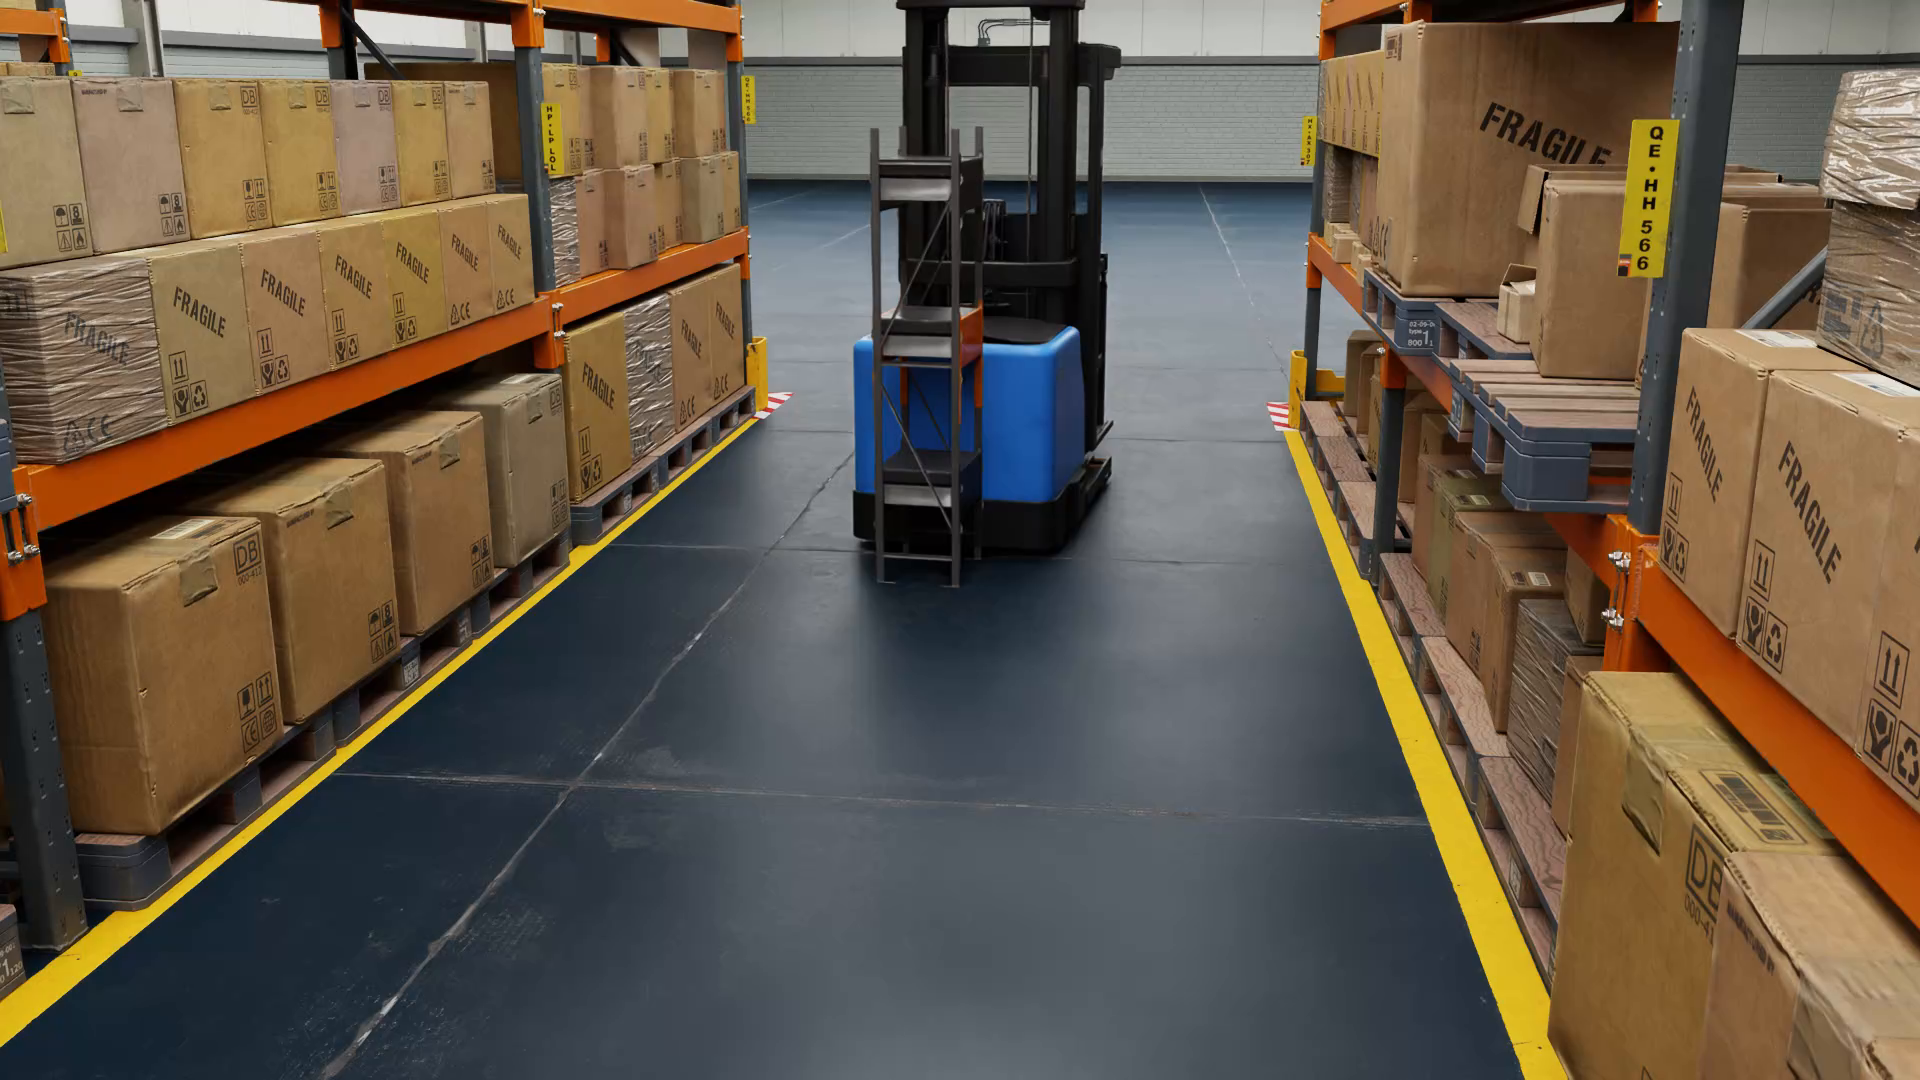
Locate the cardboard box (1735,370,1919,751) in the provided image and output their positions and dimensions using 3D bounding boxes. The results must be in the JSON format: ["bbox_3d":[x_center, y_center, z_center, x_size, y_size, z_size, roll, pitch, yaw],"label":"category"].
[{"bbox_3d":[1.868,0.028,2.622,1.016,0.500,0.509,1,15,5],"label":"cardboard box"}]

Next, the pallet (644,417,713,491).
[{"bbox_3d":[-2.175,-0.559,10.324,1.003,0.211,1.213,2,15,6],"label":"pallet"}]

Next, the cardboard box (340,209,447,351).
[{"bbox_3d":[-2.381,-1.036,6.554,0.500,0.500,0.500,2,15,7],"label":"cardboard box"}]

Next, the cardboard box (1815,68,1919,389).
[{"bbox_3d":[1.894,-0.526,2.748,0.797,0.503,0.637,2,15,8],"label":"cardboard box"}]

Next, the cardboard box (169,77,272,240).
[{"bbox_3d":[-2.753,-1.267,5.493,0.700,0.500,0.500,1,15,5],"label":"cardboard box"}]

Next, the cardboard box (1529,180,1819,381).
[{"bbox_3d":[1.977,-0.723,4.593,0.700,0.500,0.500,4,16,15],"label":"cardboard box"}]

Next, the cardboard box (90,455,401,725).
[{"bbox_3d":[-2.671,0.146,5.881,1.050,0.750,0.750,2,15,7],"label":"cardboard box"}]

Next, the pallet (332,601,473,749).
[{"bbox_3d":[-2.621,0.473,6.508,1.003,0.211,1.213,2,15,6],"label":"pallet"}]

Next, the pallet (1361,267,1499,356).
[{"bbox_3d":[2.213,-0.934,6.736,1.003,0.211,1.213,2,15,6],"label":"pallet"}]

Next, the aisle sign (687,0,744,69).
[{"bbox_3d":[-1.716,-3.695,11.598,0.394,0.787,0.004,2,15,6],"label":"aisle sign"}]

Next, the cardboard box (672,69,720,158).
[{"bbox_3d":[-2.073,-2.783,10.853,0.875,0.550,0.550,2,15,6],"label":"cardboard box"}]

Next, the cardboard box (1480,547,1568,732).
[{"bbox_3d":[2.155,0.346,5.584,0.700,0.500,0.500,3,15,11],"label":"cardboard box"}]

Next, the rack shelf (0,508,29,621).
[{"bbox_3d":[-3.150,0.511,2.405,1.077,0.370,4.000,2,15,6],"label":"rack shelf"}]

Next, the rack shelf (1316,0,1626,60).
[{"bbox_3d":[2.669,-2.840,9.049,1.077,0.370,4.000,2,15,6],"label":"rack shelf"}]

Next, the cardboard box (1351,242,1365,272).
[{"bbox_3d":[2.360,-1.552,9.137,0.380,0.149,0.250,2,15,6],"label":"cardboard box"}]

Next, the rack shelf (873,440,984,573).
[{"bbox_3d":[-0.145,-0.168,7.994,0.431,0.518,0.480,3,16,12],"label":"rack shelf"}]

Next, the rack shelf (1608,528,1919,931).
[{"bbox_3d":[1.766,0.683,1.768,1.077,0.370,4.000,2,15,6],"label":"rack shelf"}]

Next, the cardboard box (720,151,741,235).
[{"bbox_3d":[-2.019,-2.405,11.522,0.875,0.550,0.550,2,15,6],"label":"cardboard box"}]

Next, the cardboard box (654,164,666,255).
[{"bbox_3d":[-2.266,-1.981,9.956,0.875,0.550,0.500,2,15,6],"label":"cardboard box"}]

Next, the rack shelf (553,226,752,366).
[{"bbox_3d":[-2.248,-1.564,10.078,1.077,0.370,4.000,2,15,6],"label":"rack shelf"}]

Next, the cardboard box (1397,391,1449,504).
[{"bbox_3d":[2.816,-1.637,9.621,1.144,2.239,2.984,7,17,24],"label":"cardboard box"}]

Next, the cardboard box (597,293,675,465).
[{"bbox_3d":[-2.235,-0.965,9.749,0.875,0.875,0.875,2,15,7],"label":"cardboard box"}]

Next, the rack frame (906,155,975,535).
[{"bbox_3d":[-0.091,-0.919,8.037,0.380,1.831,0.006,3,16,12],"label":"rack frame"}]

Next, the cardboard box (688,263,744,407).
[{"bbox_3d":[-2.033,-1.429,11.467,0.875,0.875,0.875,2,15,7],"label":"cardboard box"}]

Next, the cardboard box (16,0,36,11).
[{"bbox_3d":[-6.714,-3.776,11.613,0.380,0.149,0.250,2,15,7],"label":"cardboard box"}]

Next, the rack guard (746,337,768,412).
[{"bbox_3d":[-2.019,-1.230,12.252,1.175,0.500,0.348,2,15,6],"label":"rack guard"}]

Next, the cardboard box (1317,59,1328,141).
[{"bbox_3d":[2.562,-2.798,10.585,0.500,0.500,0.500,2,15,6],"label":"cardboard box"}]

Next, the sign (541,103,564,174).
[{"bbox_3d":[-1.933,-1.900,7.875,0.100,0.325,0.005,2,15,6],"label":"sign"}]

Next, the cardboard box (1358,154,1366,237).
[{"bbox_3d":[2.681,-1.798,9.090,0.875,0.649,0.860,2,15,6],"label":"cardboard box"}]

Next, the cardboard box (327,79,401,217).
[{"bbox_3d":[-2.637,-1.530,6.467,0.700,0.500,0.500,2,15,7],"label":"cardboard box"}]

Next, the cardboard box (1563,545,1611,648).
[{"bbox_3d":[2.088,0.137,4.919,0.500,0.250,0.500,3,16,13],"label":"cardboard box"}]

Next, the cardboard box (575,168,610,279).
[{"bbox_3d":[-2.404,-1.704,8.931,0.875,0.550,0.550,2,15,6],"label":"cardboard box"}]

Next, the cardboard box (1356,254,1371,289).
[{"bbox_3d":[2.219,-1.359,8.424,0.380,0.149,0.250,2,15,6],"label":"cardboard box"}]

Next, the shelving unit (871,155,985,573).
[{"bbox_3d":[-5.863,-2.578,8.145,11.925,5.092,1.531,3,16,12],"label":"shelving unit"}]

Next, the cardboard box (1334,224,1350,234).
[{"bbox_3d":[2.528,-1.875,10.333,0.380,0.149,0.250,2,15,6],"label":"cardboard box"}]

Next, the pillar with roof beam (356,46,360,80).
[{"bbox_3d":[-6.550,-9.979,28.325,9.100,9.000,0.400,2,15,6],"label":"pillar with roof beam"}]

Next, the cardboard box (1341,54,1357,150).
[{"bbox_3d":[2.393,-2.409,9.146,0.500,0.500,0.500,2,15,6],"label":"cardboard box"}]

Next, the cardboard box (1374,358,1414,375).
[{"bbox_3d":[2.685,-0.775,9.764,0.500,0.500,0.500,3,15,11],"label":"cardboard box"}]

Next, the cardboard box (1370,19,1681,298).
[{"bbox_3d":[2.215,-1.511,6.549,1.000,1.000,1.000,2,15,7],"label":"cardboard box"}]

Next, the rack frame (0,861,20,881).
[{"bbox_3d":[-2.921,-0.355,4.229,0.949,2.616,0.053,2,15,6],"label":"rack frame"}]

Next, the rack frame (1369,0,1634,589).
[{"bbox_3d":[2.444,-1.220,7.429,1.000,3.000,0.127,2,15,6],"label":"rack frame"}]

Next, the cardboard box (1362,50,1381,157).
[{"bbox_3d":[2.276,-2.149,8.188,0.500,0.500,0.500,2,15,6],"label":"cardboard box"}]

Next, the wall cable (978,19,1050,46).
[{"bbox_3d":[1.604,-15.301,41.493,2.305,6.003,0.169,2,15,6],"label":"wall cable"}]

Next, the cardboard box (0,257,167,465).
[{"bbox_3d":[-2.606,-0.512,4.617,0.500,0.500,0.500,2,15,7],"label":"cardboard box"}]

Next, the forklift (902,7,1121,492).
[{"bbox_3d":[0.289,-1.707,9.360,1.121,2.935,3.031,3,16,12],"label":"forklift"}]

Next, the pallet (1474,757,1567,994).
[{"bbox_3d":[2.082,0.961,4.705,1.003,0.211,1.213,2,15,6],"label":"pallet"}]

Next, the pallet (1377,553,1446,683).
[{"bbox_3d":[2.357,0.328,7.046,1.003,0.211,1.213,2,15,6],"label":"pallet"}]

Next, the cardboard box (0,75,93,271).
[{"bbox_3d":[-2.864,-1.002,4.515,0.700,0.500,0.500,2,15,6],"label":"cardboard box"}]

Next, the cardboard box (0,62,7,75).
[{"bbox_3d":[-6.857,-2.954,11.164,0.700,0.500,0.500,2,15,7],"label":"cardboard box"}]

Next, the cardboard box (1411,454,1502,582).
[{"bbox_3d":[2.353,-0.067,7.111,0.700,0.500,0.500,1,15,2],"label":"cardboard box"}]

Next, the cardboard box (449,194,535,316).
[{"bbox_3d":[-2.267,-1.298,7.523,0.500,0.500,0.500,2,15,6],"label":"cardboard box"}]

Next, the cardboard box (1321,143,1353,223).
[{"bbox_3d":[2.806,-2.308,10.689,0.875,0.500,0.500,2,15,6],"label":"cardboard box"}]

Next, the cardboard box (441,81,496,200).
[{"bbox_3d":[-2.524,-1.795,7.445,0.700,0.500,0.500,1,15,5],"label":"cardboard box"}]
